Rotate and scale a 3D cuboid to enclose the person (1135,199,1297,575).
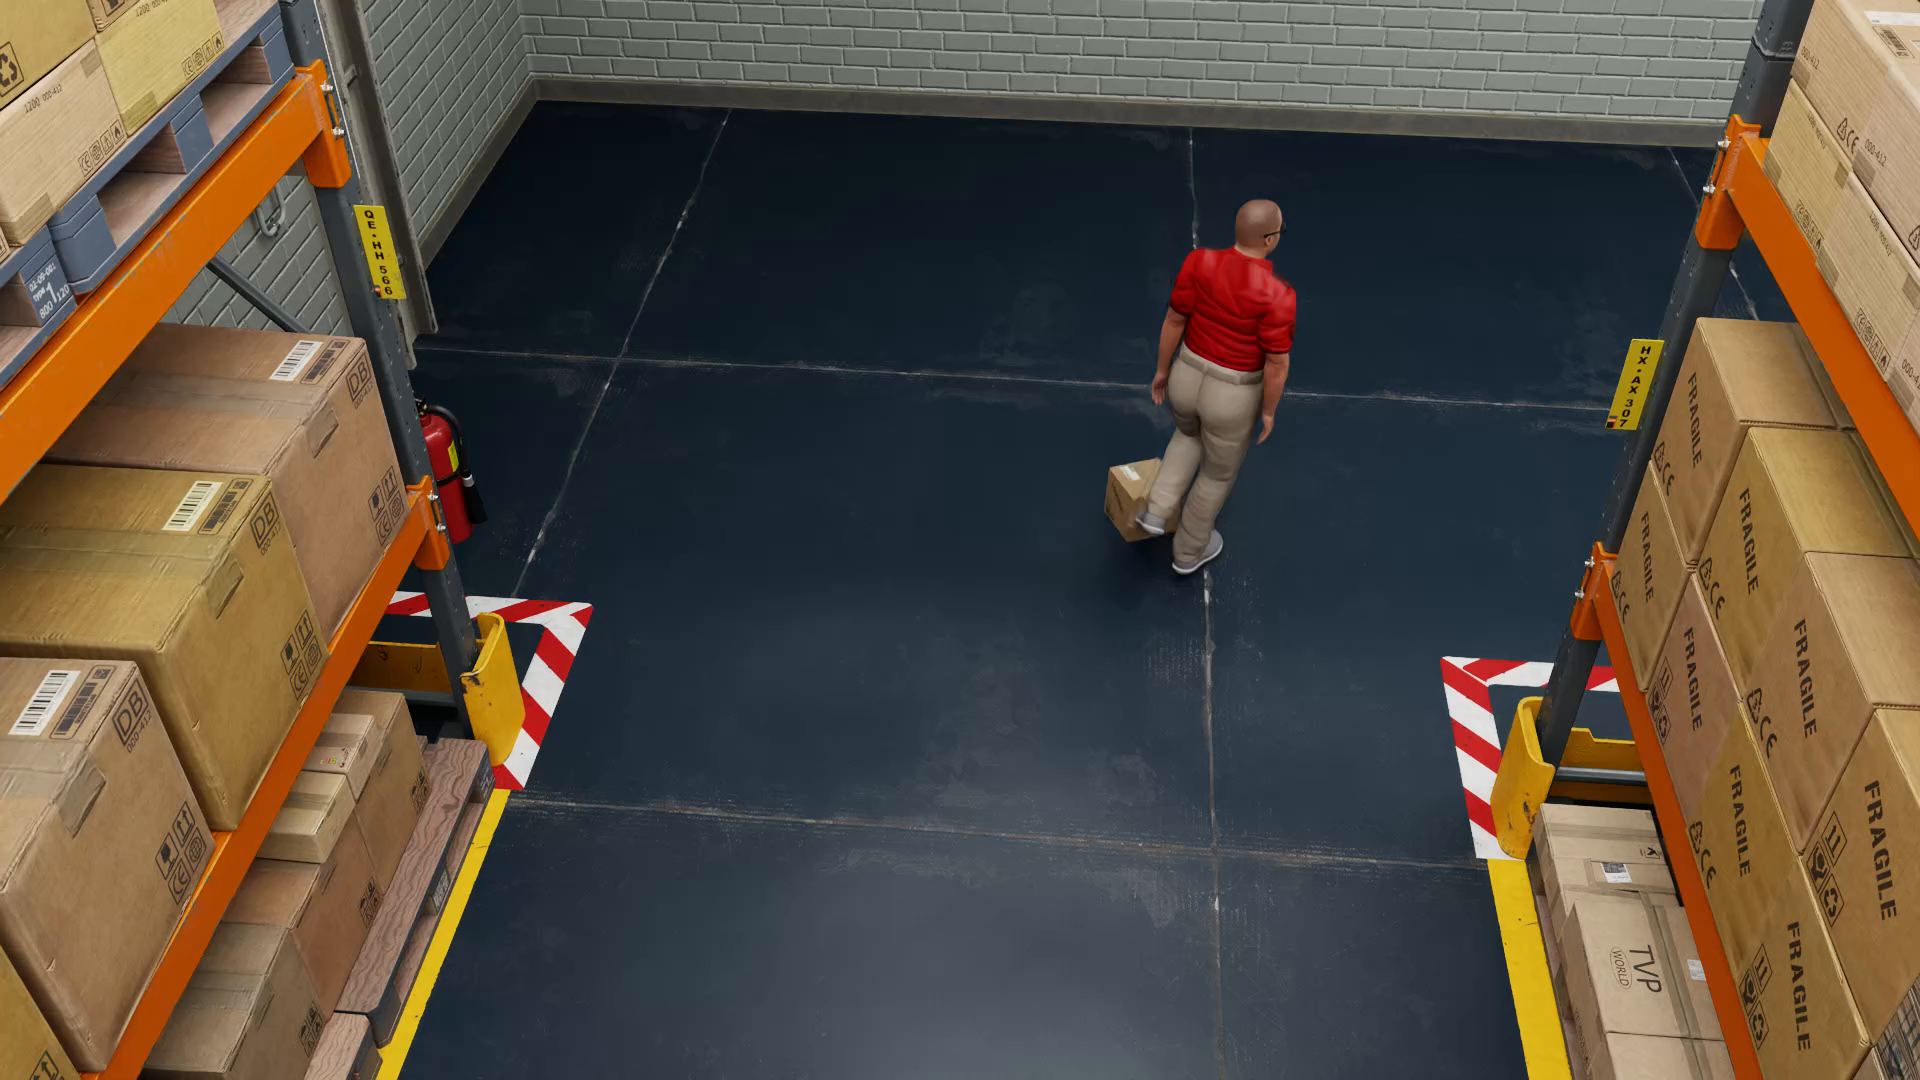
[{"bbox_3d":[1.064,-0.608,6.882,0.580,1.718,0.478,29,48,30],"label":"person"}]
